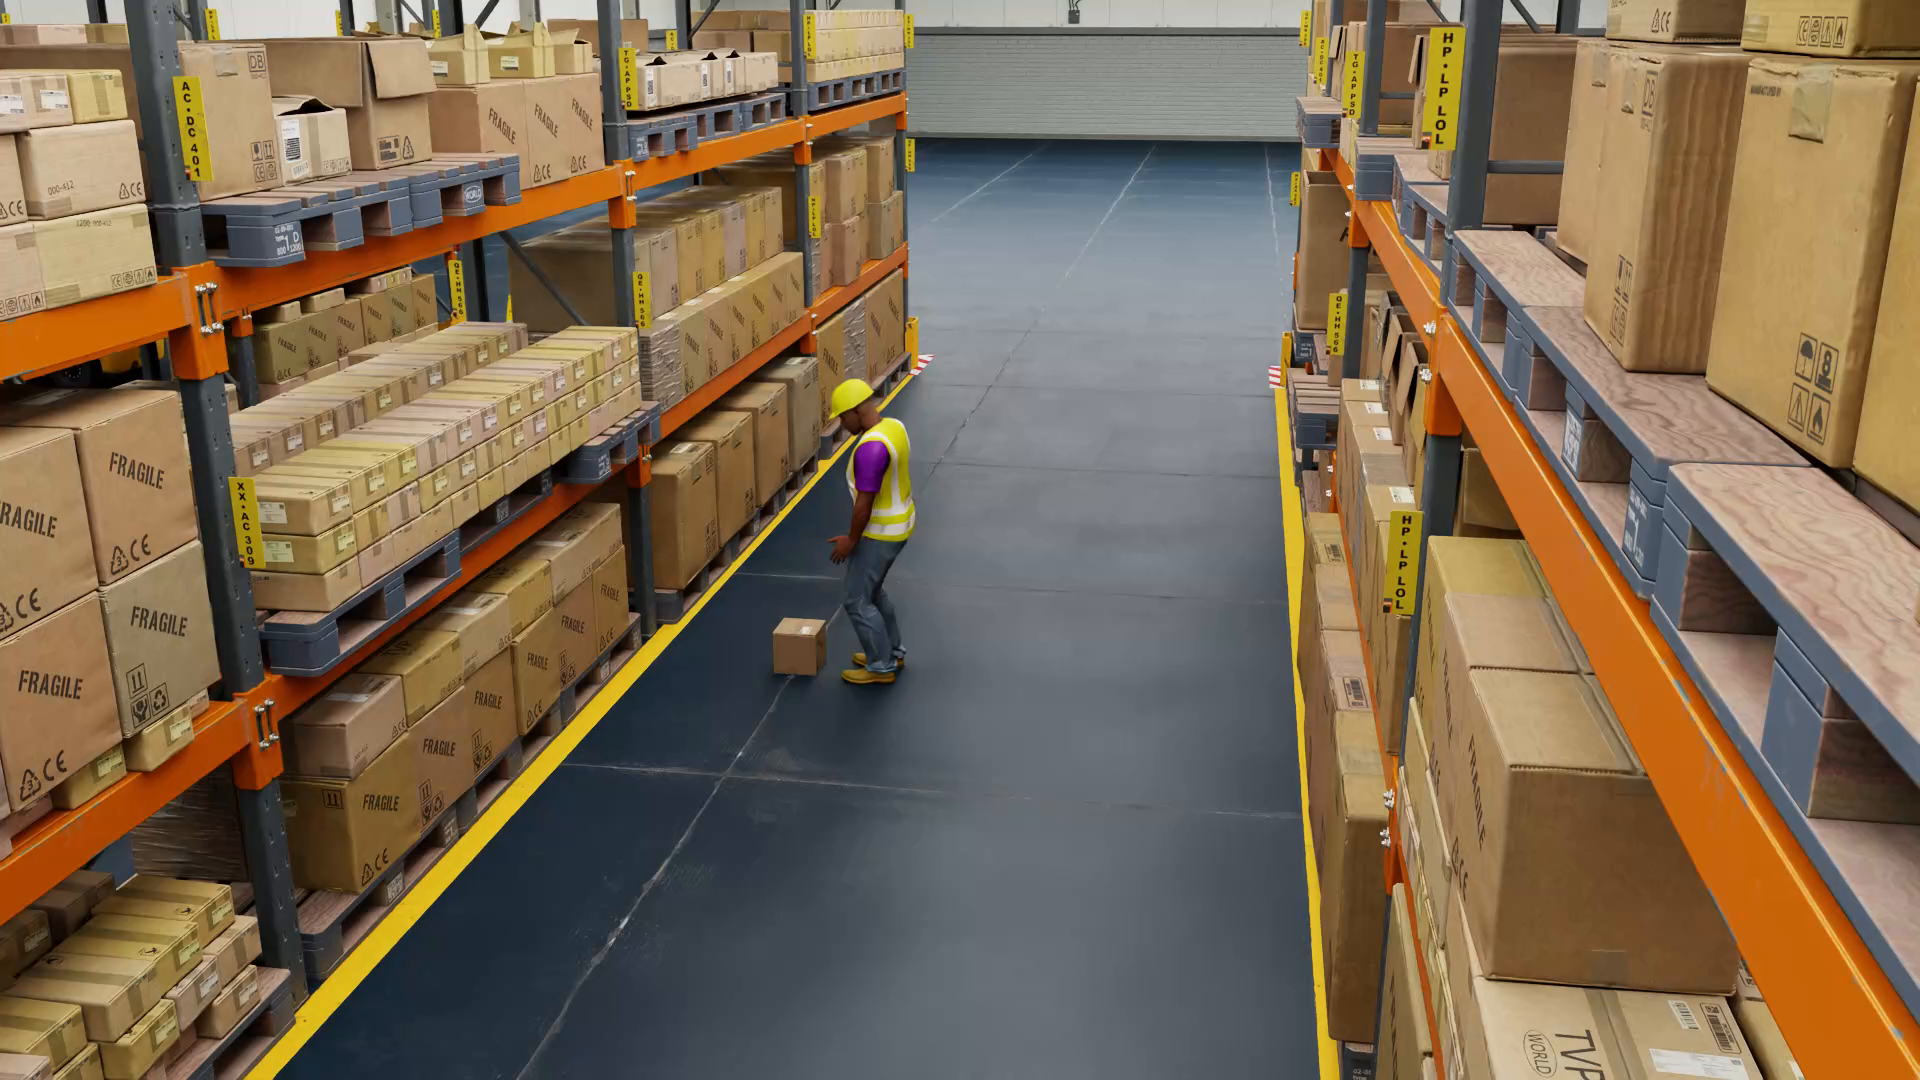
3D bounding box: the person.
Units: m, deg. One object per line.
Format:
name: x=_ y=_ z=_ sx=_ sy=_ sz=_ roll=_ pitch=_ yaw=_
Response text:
person: x=-0.492 y=-0.047 z=9.245 sx=0.453 sy=1.718 sz=0.591 roll=3 pitch=18 yaw=10
